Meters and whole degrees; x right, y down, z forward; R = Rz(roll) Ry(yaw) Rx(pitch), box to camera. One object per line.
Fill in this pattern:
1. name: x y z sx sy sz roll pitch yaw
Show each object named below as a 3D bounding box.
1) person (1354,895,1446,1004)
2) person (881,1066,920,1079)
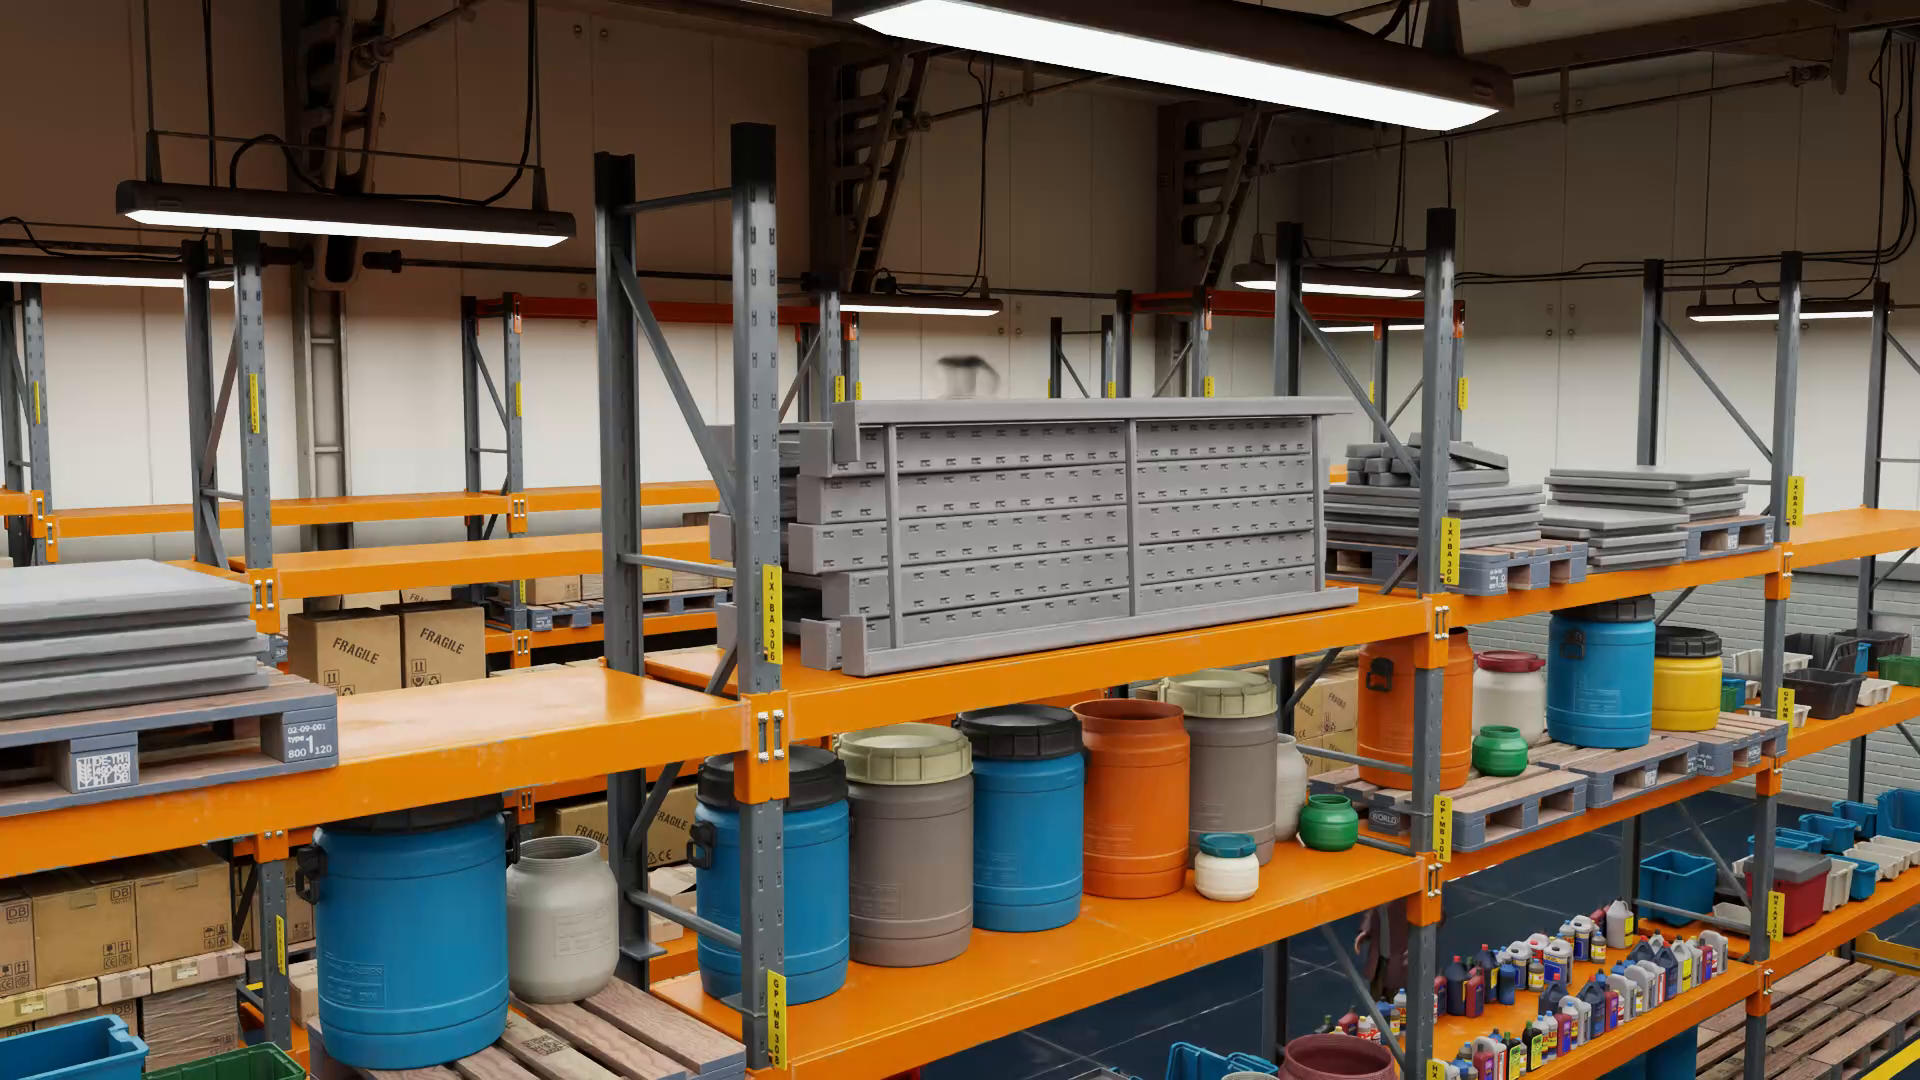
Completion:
1. person: 3.359 3.158 12.609 0.717 1.684 0.711 -4 7 -34
2. person: -0.516 3.461 9.910 0.695 1.551 0.882 3 6 27
